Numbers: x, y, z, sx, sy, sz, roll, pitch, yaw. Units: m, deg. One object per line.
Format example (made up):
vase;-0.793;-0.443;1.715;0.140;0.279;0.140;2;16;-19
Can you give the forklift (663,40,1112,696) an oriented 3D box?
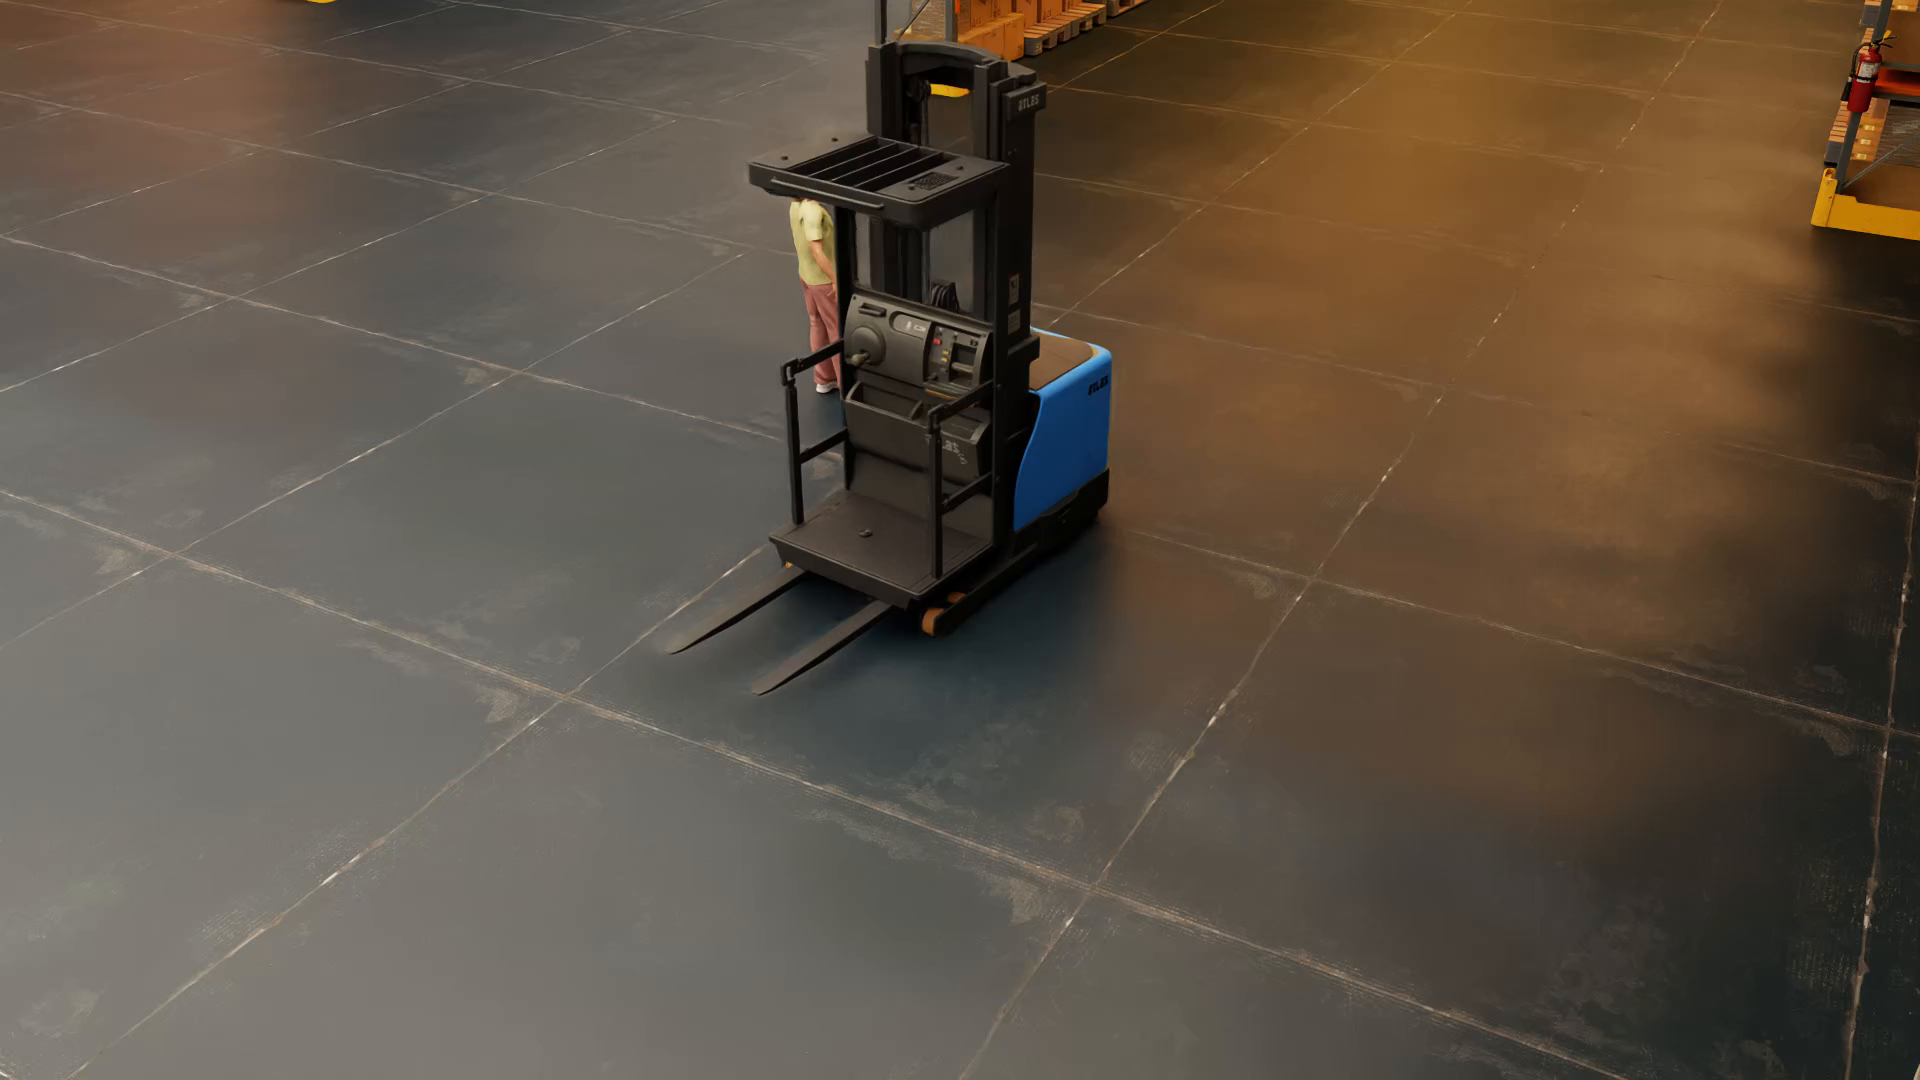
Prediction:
forklift;-0.366;-1.016;8.832;1.130;2.935;3.031;20;36;31

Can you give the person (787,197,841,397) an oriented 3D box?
person;-0.887;-1.805;11.440;0.550;1.674;0.551;-13;32;-21
